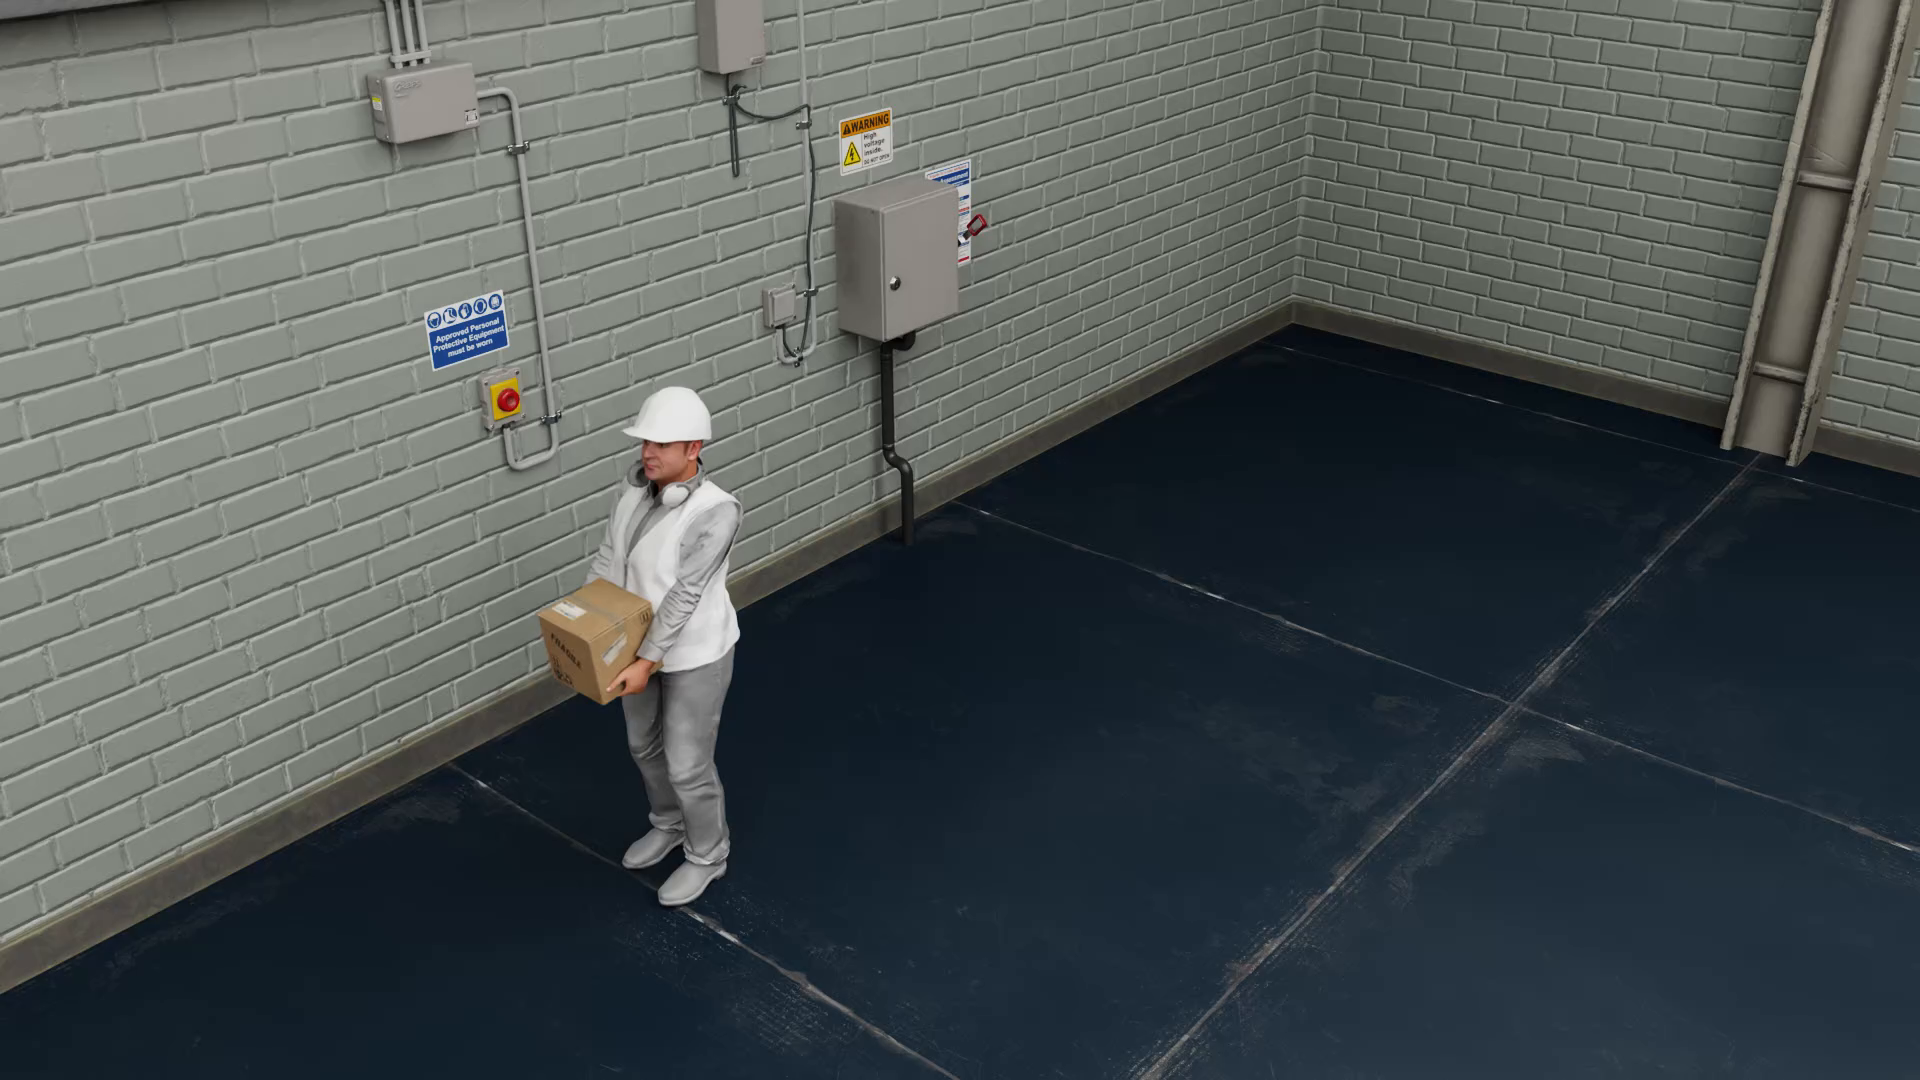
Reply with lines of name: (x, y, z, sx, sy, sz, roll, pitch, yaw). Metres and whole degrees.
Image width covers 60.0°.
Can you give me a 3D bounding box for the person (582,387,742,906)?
person: (-0.985, 0.378, 5.363, 0.494, 1.764, 0.556, 21, 34, 35)
